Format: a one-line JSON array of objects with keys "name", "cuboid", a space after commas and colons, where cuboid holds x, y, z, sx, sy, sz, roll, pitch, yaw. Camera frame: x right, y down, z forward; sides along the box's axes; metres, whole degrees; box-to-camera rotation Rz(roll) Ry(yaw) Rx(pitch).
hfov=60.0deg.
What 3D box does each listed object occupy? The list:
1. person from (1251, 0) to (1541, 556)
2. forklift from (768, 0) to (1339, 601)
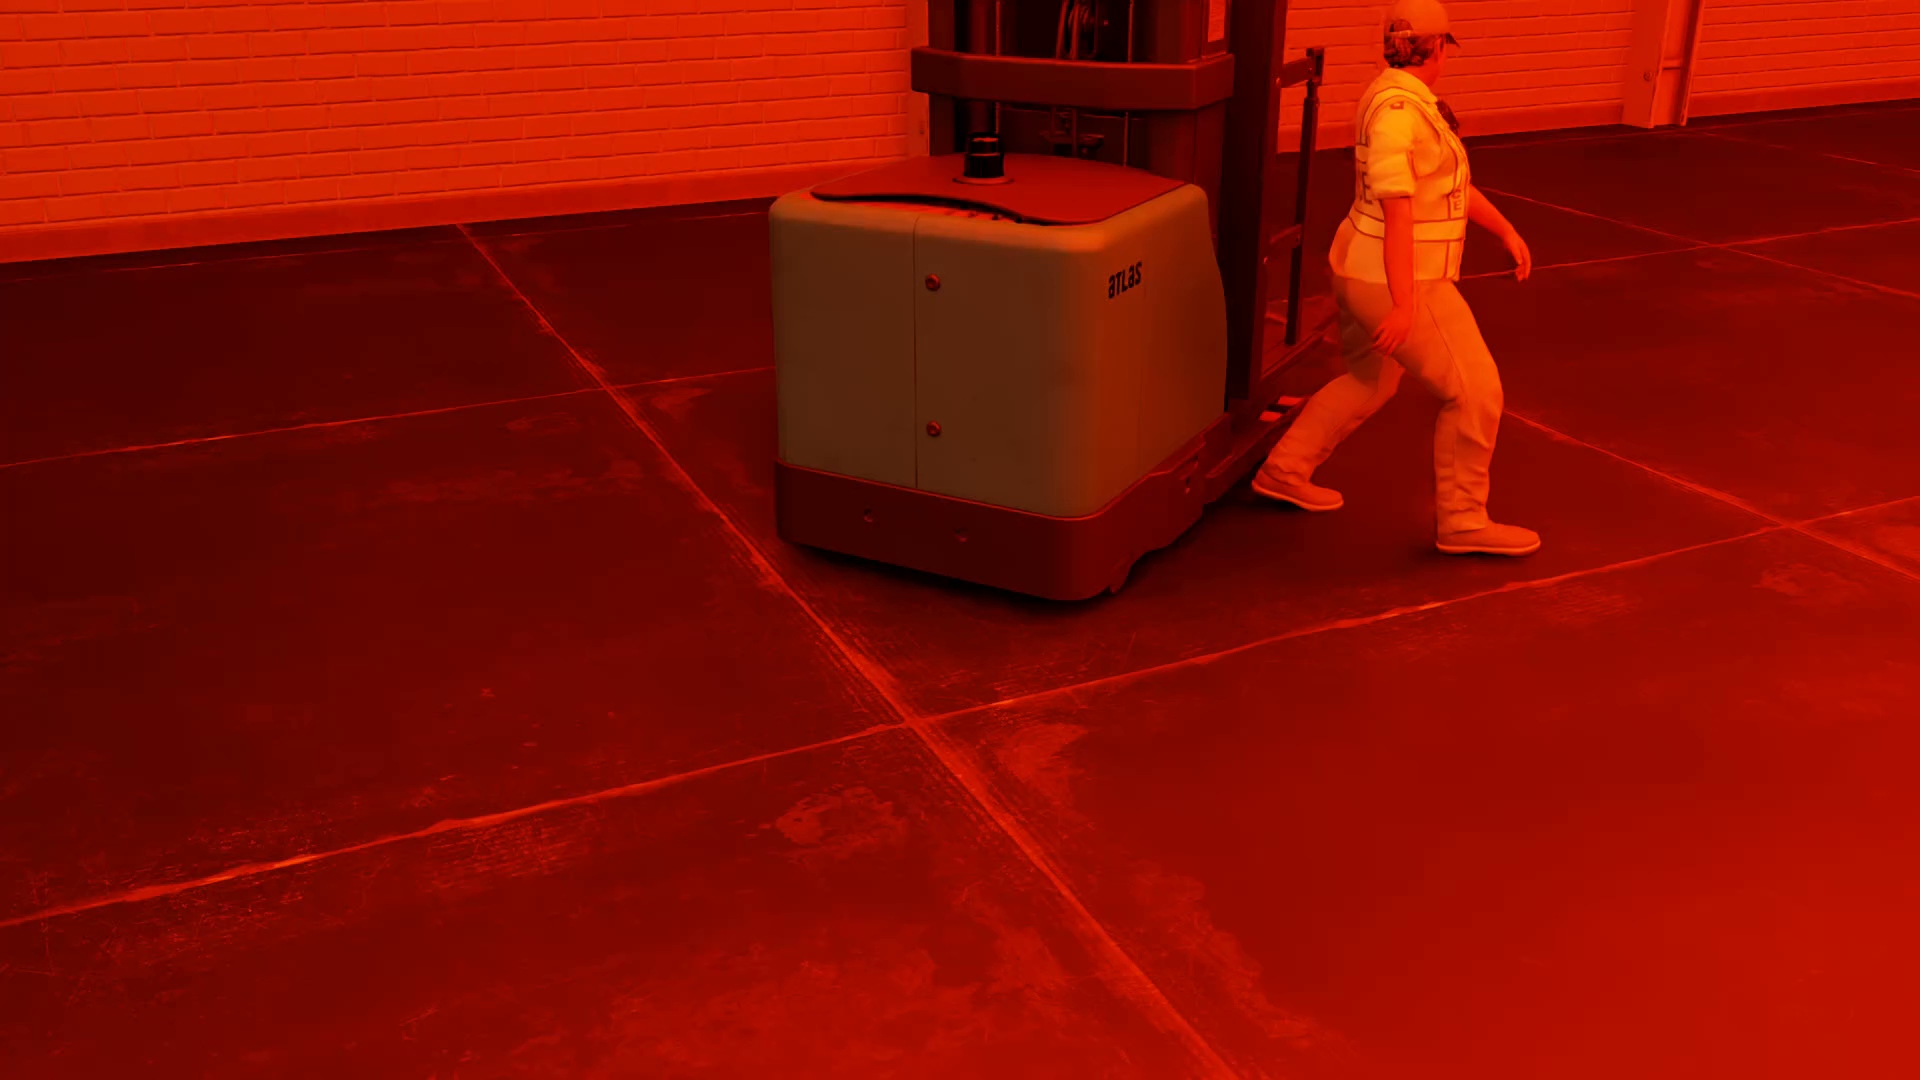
[{"name": "person", "cuboid": [1.333, -0.758, 4.875, 0.822, 1.583, 0.638, 2, 23, 4]}, {"name": "forklift", "cuboid": [0.604, -1.711, 5.406, 1.130, 2.935, 3.031, 12, 25, 26]}]
